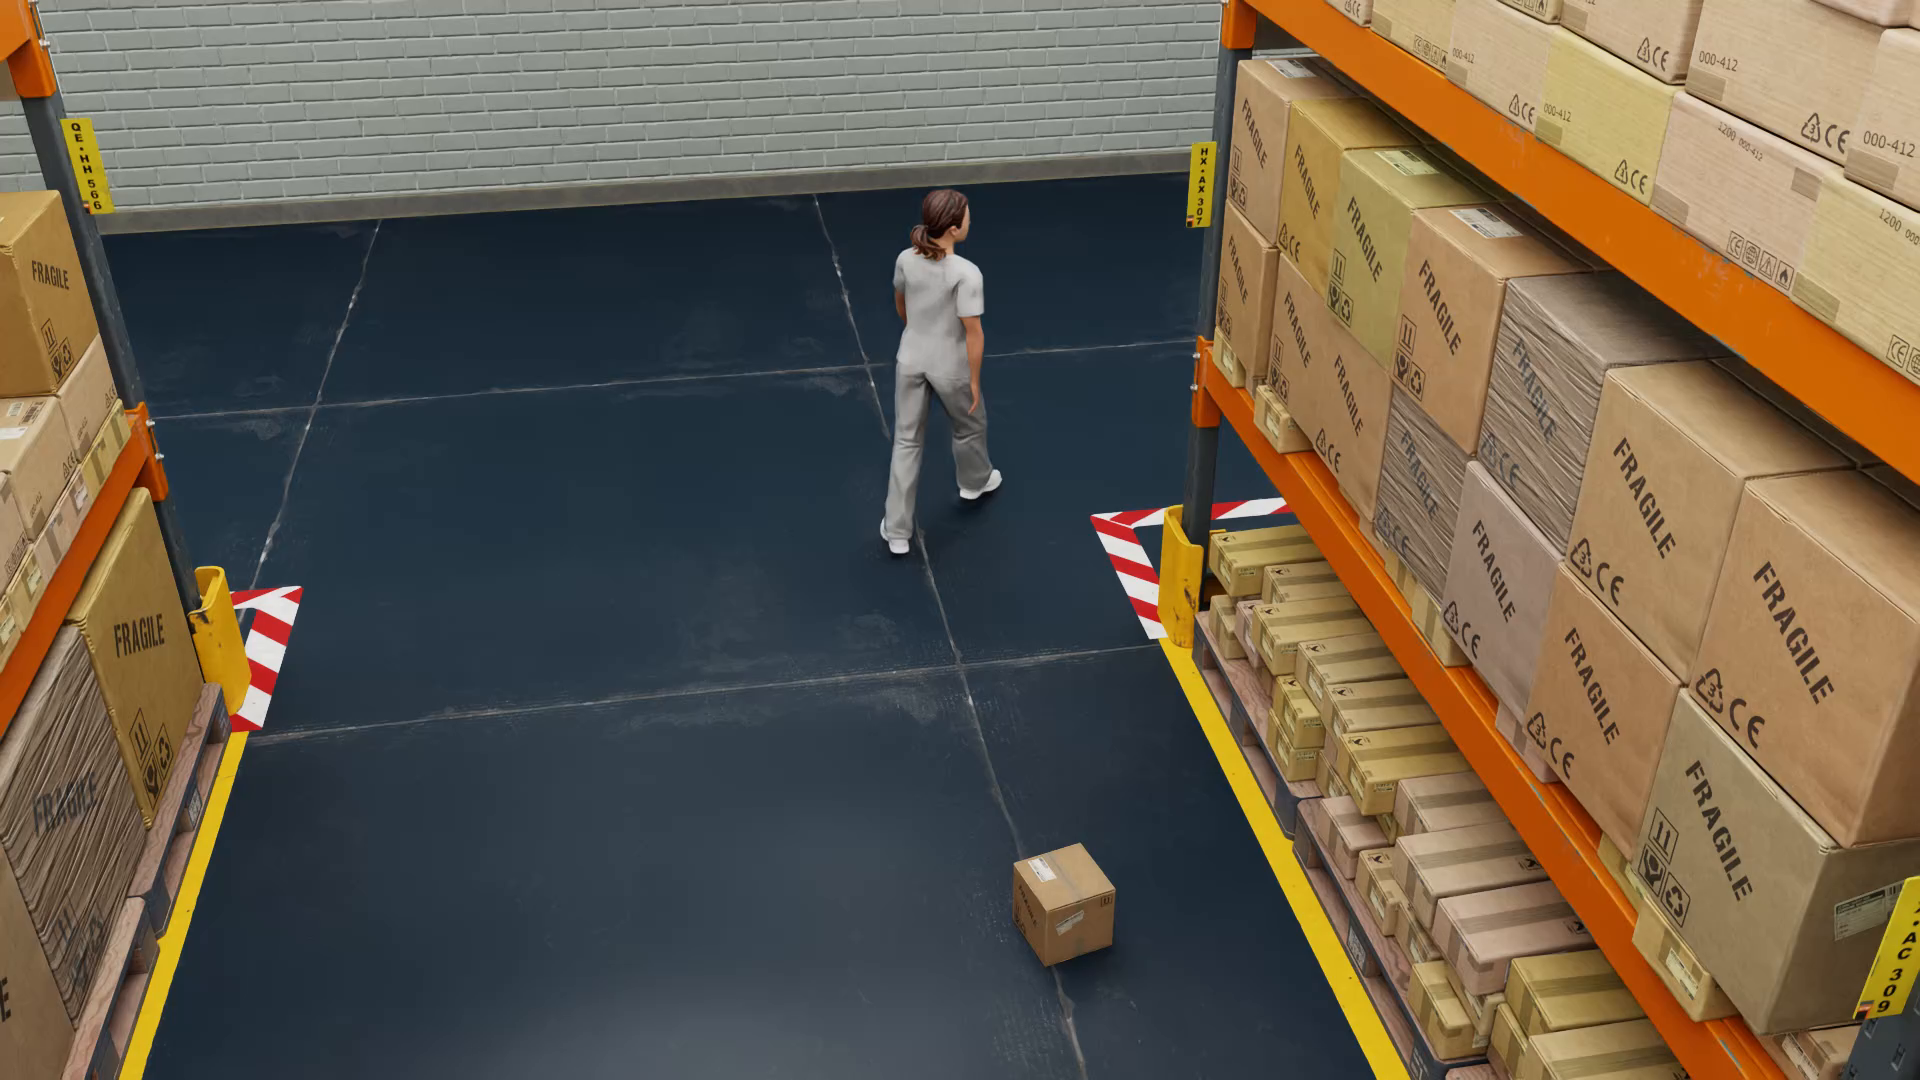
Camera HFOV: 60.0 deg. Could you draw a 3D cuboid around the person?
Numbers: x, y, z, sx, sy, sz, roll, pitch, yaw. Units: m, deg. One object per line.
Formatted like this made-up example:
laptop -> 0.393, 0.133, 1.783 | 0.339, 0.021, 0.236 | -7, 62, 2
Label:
person -> -0.031, -0.839, 7.524 | 0.527, 1.606, 1.007 | 13, 33, 21
